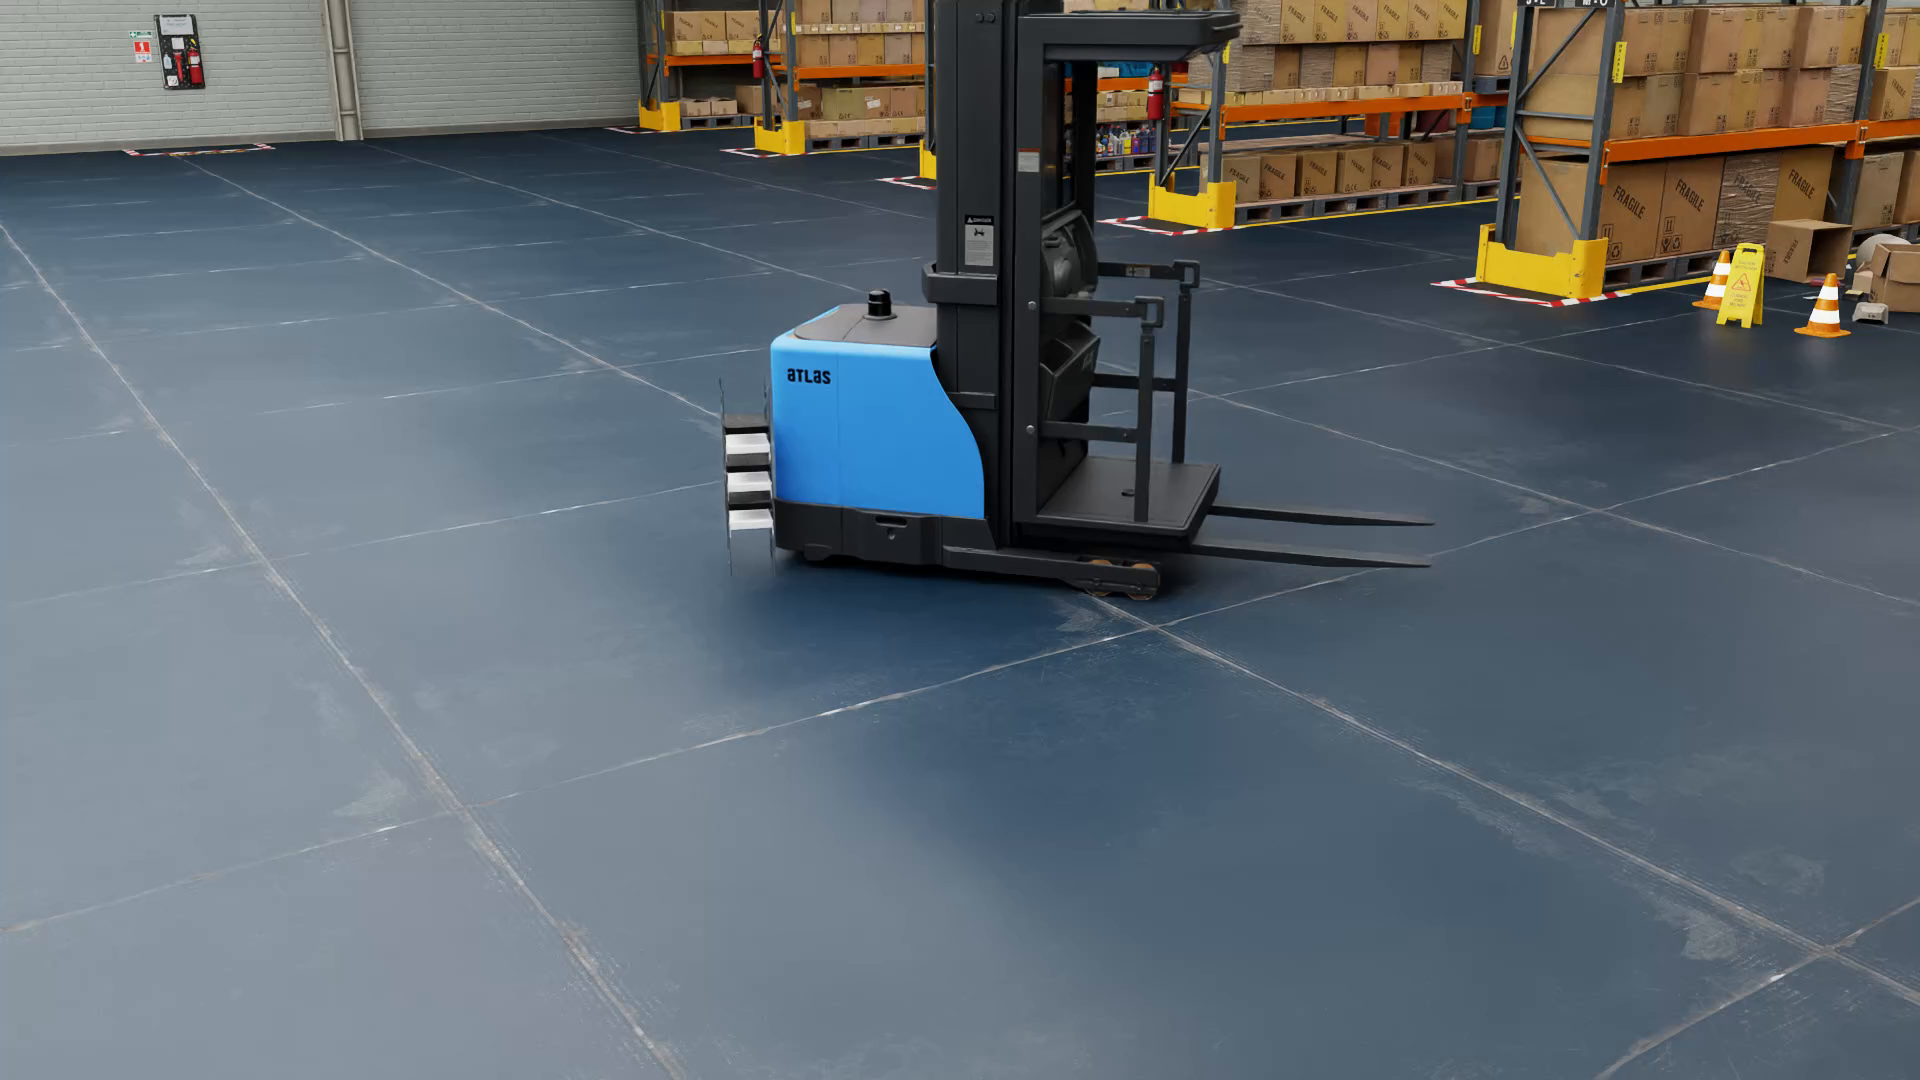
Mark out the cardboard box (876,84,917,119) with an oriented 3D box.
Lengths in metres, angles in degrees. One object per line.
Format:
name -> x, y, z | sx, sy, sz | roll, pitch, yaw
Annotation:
cardboard box -> -1.055, -7.241, 27.446 | 0.500, 0.500, 0.500 | -12, 22, -31

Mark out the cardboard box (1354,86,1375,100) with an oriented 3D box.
cardboard box -> 4.628, -5.249, 19.480 | 0.250, 0.149, 0.380 | -12, 22, -31

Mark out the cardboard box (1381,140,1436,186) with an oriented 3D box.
cardboard box -> 5.551, -4.700, 20.710 | 0.500, 0.500, 0.500 | -13, 22, -33

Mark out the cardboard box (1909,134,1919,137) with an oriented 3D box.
cardboard box -> 11.333, -4.155, 18.708 | 0.750, 0.750, 1.050 | -12, 22, -32

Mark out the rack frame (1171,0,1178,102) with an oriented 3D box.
rack frame -> 4.415, -11.129, 36.479 | 0.127, 3.000, 1.000 | -12, 22, -31

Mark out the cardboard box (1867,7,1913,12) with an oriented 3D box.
cardboard box -> 14.533, -8.090, 26.091 | 0.500, 0.500, 0.500 | -13, 22, -33

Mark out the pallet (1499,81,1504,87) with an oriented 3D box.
pallet -> 7.617, -5.999, 21.605 | 1.213, 0.211, 1.003 | -12, 22, -31

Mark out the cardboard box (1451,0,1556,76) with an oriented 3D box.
cardboard box -> 6.647, -6.331, 20.694 | 1.000, 1.000, 1.000 | -12, 22, -31

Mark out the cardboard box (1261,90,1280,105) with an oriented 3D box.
cardboard box -> 3.372, -4.987, 18.704 | 0.250, 0.149, 0.380 | -12, 22, -31

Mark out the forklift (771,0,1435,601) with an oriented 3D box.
forklift -> 0.688, -1.305, 7.529 | 3.031, 2.935, 1.130 | 5, 19, 16

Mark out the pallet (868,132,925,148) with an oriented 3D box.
pallet -> -1.246, -6.729, 27.820 | 1.213, 0.211, 1.003 | -12, 22, -31

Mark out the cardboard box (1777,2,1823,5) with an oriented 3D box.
cardboard box -> 12.059, -7.562, 24.206 | 0.637, 0.503, 0.797 | -13, 22, -33

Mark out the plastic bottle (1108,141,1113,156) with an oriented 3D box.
plastic bottle -> 2.152, -5.616, 23.854 | 0.097, 0.201, 0.097 | 0, 19, 0

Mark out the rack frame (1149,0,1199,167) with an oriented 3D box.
rack frame -> 3.183, -7.070, 24.473 | 0.127, 3.000, 1.000 | -12, 22, -31

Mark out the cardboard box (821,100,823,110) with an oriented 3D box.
cardboard box -> -2.696, -8.484, 32.392 | 0.250, 0.166, 0.380 | -16, 24, -38

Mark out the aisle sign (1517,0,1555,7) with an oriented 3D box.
aisle sign -> 4.985, -4.995, 14.277 | 0.004, 0.787, 0.394 | -12, 22, -31

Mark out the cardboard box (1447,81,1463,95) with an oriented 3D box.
cardboard box -> 5.889, -5.509, 20.250 | 0.250, 0.149, 0.380 | -12, 22, -31

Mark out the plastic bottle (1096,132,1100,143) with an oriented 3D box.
plastic bottle -> 2.020, -5.885, 24.543 | 0.097, 0.271, 0.097 | 0, 19, 0

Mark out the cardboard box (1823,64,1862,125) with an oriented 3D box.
cardboard box -> 8.249, -4.403, 16.352 | 0.550, 0.550, 0.875 | -12, 22, -31

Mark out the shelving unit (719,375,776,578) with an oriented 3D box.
shelving unit -> -0.984, -0.293, 7.706 | 0.210, 0.900, 0.258 | -4, 19, -10

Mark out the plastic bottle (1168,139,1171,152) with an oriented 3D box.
plastic bottle -> 3.051, -5.805, 24.415 | 0.097, 0.201, 0.097 | 0, 19, 0

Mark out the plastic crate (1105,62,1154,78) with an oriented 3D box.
plastic crate -> 2.408, -6.732, 23.705 | 0.616, 0.251, 0.499 | -12, 22, -31

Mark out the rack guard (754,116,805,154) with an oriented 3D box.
rack guard -> -2.899, -6.502, 26.698 | 0.348, 0.500, 1.175 | -12, 22, -31

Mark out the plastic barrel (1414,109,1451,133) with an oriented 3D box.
plastic barrel -> 7.866, -7.120, 27.733 | 0.708, 0.588, 0.600 | -12, 22, -31

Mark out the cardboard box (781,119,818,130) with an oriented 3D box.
cardboard box -> -2.594, -6.761, 27.196 | 0.500, 0.250, 0.500 | -12, 22, -31

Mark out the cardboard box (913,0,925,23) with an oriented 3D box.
cardboard box -> -0.745, -8.800, 27.409 | 0.500, 0.500, 0.700 | -12, 22, -31

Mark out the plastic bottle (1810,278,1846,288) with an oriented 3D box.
plastic bottle -> 7.829, -2.311, 14.984 | 0.283, 0.061, 0.133 | 13, 23, 34

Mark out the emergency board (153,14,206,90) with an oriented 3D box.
emergency board -> -12.594, -7.888, 26.893 | 0.643, 1.169, 0.194 | -12, 22, -31

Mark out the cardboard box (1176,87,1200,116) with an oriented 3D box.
cardboard box -> 4.340, -8.128, 30.819 | 0.500, 0.500, 0.500 | -11, 22, -29

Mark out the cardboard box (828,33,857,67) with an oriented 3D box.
cardboard box -> -2.046, -7.911, 26.804 | 0.500, 0.500, 0.700 | -11, 22, -30

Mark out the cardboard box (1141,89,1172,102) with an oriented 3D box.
cardboard box -> 3.500, -8.104, 30.293 | 0.500, 0.311, 0.500 | -11, 22, -30

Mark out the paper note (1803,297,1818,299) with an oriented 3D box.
paper note -> 7.418, -2.103, 14.421 | 0.142, 0.017, 0.144 | -4, 19, -13

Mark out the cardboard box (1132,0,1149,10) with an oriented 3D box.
cardboard box -> 3.734, -11.444, 35.588 | 0.500, 0.250, 0.500 | -11, 22, -30

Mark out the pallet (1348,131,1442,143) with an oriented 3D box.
pallet -> 7.159, -6.603, 27.447 | 1.213, 0.211, 1.003 | -12, 22, -31

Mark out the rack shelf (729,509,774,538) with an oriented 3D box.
rack shelf -> -0.984, -0.091, 7.774 | 0.200, 0.077, 0.258 | -4, 19, -10

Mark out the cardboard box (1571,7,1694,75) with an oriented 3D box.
cardboard box -> 5.949, -4.455, 14.818 | 0.550, 0.550, 0.875 | -12, 22, -31

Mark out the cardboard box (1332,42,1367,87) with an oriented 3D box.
cardboard box -> 4.257, -5.600, 19.504 | 0.500, 0.500, 0.875 | -12, 22, -31

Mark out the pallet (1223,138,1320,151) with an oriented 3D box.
pallet -> 4.837, -6.114, 25.999 | 1.213, 0.211, 1.003 | -12, 22, -31

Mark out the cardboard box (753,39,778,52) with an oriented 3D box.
cardboard box -> -3.747, -9.226, 31.055 | 0.500, 0.250, 0.500 | -12, 22, -31

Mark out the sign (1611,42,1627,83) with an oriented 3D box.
sign -> 5.510, -3.994, 13.900 | 0.005, 0.325, 0.100 | -12, 22, -31

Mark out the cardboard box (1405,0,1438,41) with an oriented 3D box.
cardboard box -> 5.265, -6.166, 19.617 | 0.500, 0.500, 0.500 | -12, 22, -31

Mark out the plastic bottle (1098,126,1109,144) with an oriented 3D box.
plastic bottle -> 2.123, -5.959, 24.636 | 0.185, 0.351, 0.144 | -13, 23, -34

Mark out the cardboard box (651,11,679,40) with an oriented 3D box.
cardboard box -> -5.330, -9.449, 30.542 | 0.500, 0.500, 0.500 | -12, 22, -32

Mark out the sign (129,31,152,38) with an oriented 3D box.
sign -> -13.104, -8.084, 26.591 | 0.331, 0.109, 0.001 | -12, 22, -31

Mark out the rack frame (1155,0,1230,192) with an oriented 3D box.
rack frame -> 2.566, -5.040, 18.470 | 0.127, 3.000, 1.000 | -12, 22, -31

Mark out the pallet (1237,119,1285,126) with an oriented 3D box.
pallet -> 5.465, -8.114, 31.915 | 1.213, 0.211, 1.003 | -12, 22, -31

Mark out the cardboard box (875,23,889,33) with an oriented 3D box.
cardboard box -> -1.358, -8.284, 26.897 | 0.250, 0.149, 0.380 | -12, 22, -32

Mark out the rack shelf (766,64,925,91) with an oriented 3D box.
rack shelf -> -1.209, -7.702, 27.467 | 4.000, 0.370, 1.077 | -12, 22, -31

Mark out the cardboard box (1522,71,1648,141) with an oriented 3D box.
cardboard box -> 5.494, -3.844, 14.698 | 0.550, 0.550, 0.875 | -12, 22, -31

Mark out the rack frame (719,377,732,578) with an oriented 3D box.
rack frame -> -1.084, -0.287, 7.688 | 0.006, 0.900, 0.240 | -4, 19, -10

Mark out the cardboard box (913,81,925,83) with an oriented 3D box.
cardboard box -> -0.511, -7.559, 28.386 | 0.500, 0.500, 0.500 | -12, 22, -31
